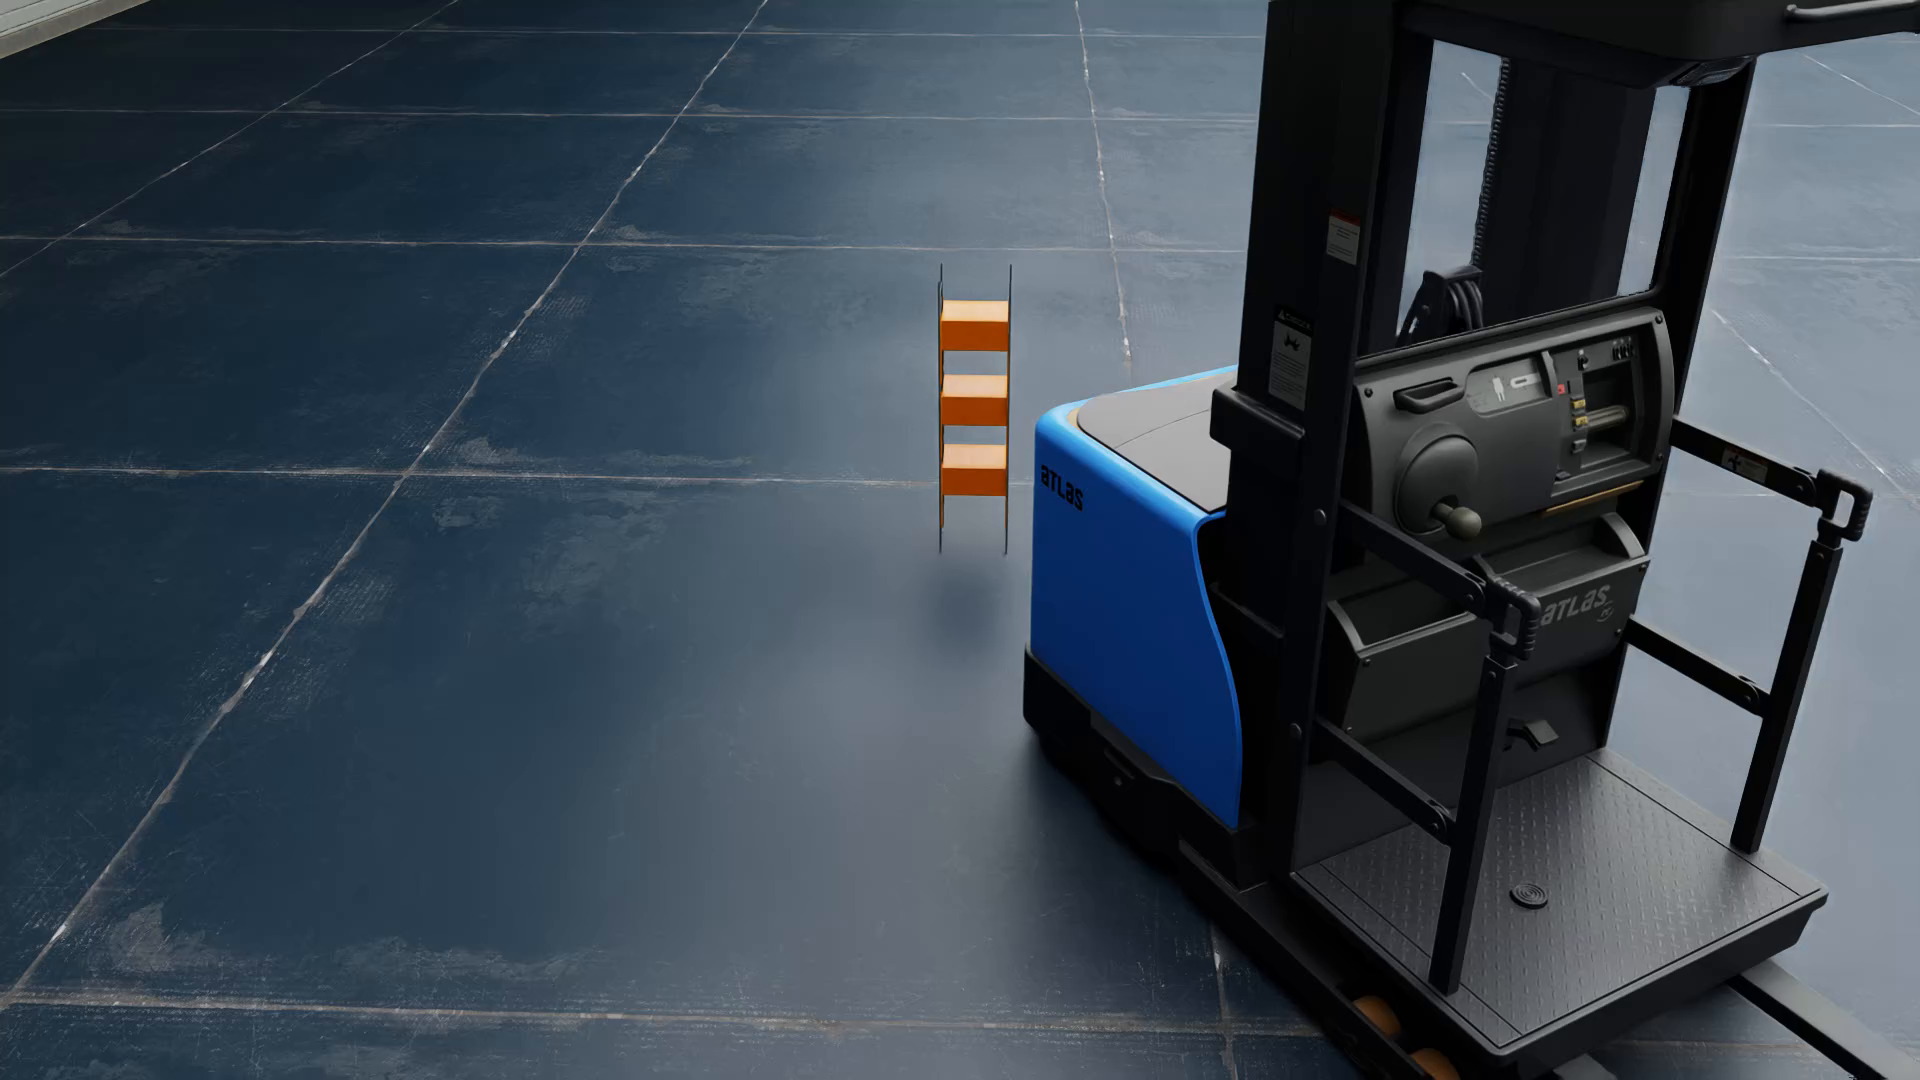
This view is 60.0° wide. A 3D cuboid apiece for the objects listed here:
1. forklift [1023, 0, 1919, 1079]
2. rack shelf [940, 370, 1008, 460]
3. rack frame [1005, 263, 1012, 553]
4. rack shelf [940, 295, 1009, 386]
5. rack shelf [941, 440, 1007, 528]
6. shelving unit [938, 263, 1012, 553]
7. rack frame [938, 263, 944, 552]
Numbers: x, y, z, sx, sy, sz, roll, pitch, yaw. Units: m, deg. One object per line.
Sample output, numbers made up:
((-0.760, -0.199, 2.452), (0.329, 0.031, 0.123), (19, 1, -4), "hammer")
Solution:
((1.356, -0.221, 3.537), (1.130, 2.935, 3.031), (-15, 31, -26), "forklift")
((0.053, -0.454, 6.007), (0.240, 0.259, 0.215), (1, 28, 2), "rack shelf")
((0.175, -0.461, 5.999), (0.008, 1.050, 0.200), (1, 28, 2), "rack frame")
((0.053, -0.704, 5.874), (0.240, 0.259, 0.215), (1, 28, 2), "rack shelf")
((0.053, -0.208, 6.138), (0.240, 0.259, 0.215), (1, 28, 2), "rack shelf")
((0.053, -0.463, 6.002), (0.252, 1.050, 0.215), (1, 28, 2), "shelving unit")
((-0.068, -0.465, 6.006), (0.008, 1.050, 0.200), (1, 28, 2), "rack frame")
